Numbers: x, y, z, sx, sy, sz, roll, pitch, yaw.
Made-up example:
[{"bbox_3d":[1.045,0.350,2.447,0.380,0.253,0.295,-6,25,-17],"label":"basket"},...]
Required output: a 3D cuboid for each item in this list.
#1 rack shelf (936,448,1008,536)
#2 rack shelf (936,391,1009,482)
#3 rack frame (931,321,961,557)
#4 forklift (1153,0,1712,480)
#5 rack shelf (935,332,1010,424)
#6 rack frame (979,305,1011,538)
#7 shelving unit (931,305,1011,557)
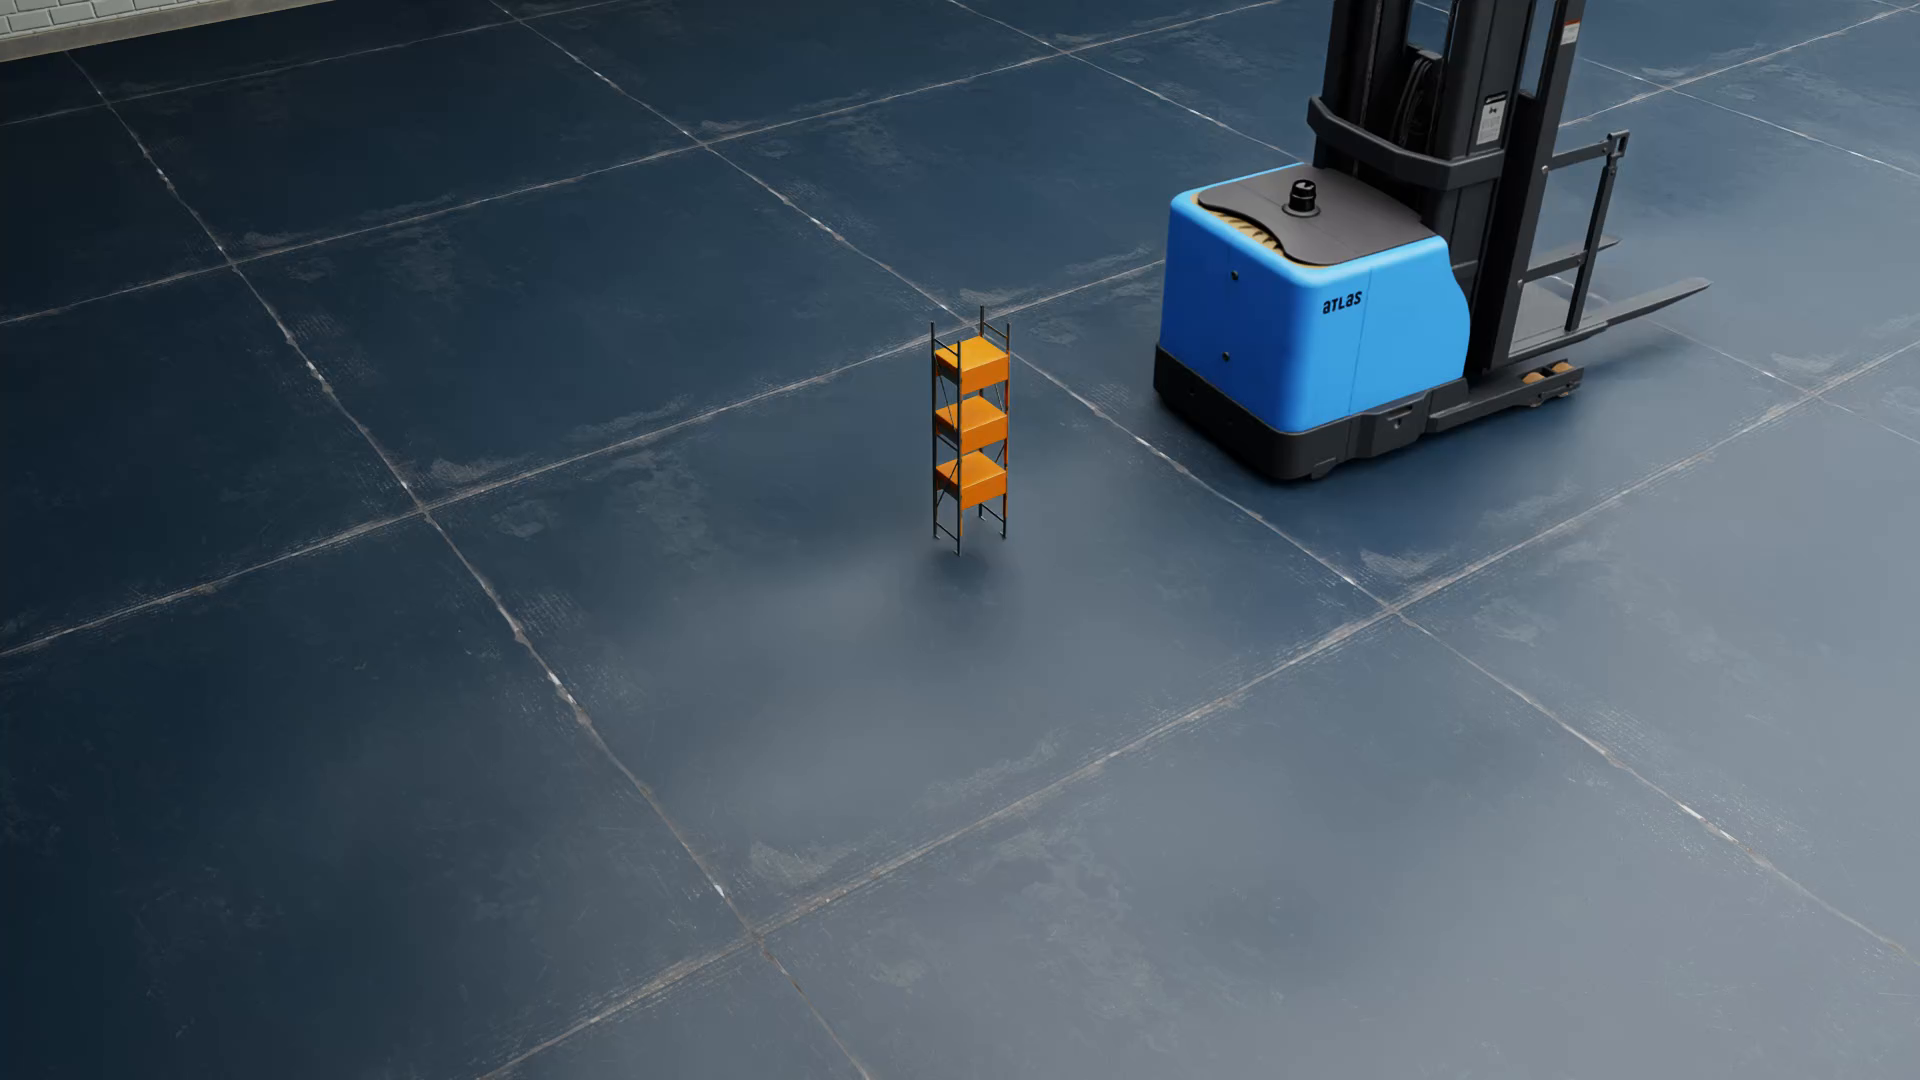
[{"bbox_3d":[0.044,-0.210,7.137,0.240,0.259,0.215,-22,41,-28],"label":"rack shelf"},{"bbox_3d":[0.044,-0.436,6.975,0.240,0.259,0.215,-22,41,-28],"label":"rack shelf"},{"bbox_3d":[-0.056,-0.403,6.911,0.008,1.050,0.200,-22,41,-28],"label":"rack frame"},{"bbox_3d":[2.483,-2.089,7.645,3.031,2.935,1.130,-19,40,-24],"label":"forklift"},{"bbox_3d":[0.044,-0.666,6.809,0.240,0.259,0.215,-22,41,-28],"label":"rack shelf"},{"bbox_3d":[0.143,-0.485,7.026,0.008,1.050,0.200,-22,41,-28],"label":"rack frame"},{"bbox_3d":[0.044,-0.444,6.968,0.252,1.050,0.215,-22,41,-28],"label":"shelving unit"}]
